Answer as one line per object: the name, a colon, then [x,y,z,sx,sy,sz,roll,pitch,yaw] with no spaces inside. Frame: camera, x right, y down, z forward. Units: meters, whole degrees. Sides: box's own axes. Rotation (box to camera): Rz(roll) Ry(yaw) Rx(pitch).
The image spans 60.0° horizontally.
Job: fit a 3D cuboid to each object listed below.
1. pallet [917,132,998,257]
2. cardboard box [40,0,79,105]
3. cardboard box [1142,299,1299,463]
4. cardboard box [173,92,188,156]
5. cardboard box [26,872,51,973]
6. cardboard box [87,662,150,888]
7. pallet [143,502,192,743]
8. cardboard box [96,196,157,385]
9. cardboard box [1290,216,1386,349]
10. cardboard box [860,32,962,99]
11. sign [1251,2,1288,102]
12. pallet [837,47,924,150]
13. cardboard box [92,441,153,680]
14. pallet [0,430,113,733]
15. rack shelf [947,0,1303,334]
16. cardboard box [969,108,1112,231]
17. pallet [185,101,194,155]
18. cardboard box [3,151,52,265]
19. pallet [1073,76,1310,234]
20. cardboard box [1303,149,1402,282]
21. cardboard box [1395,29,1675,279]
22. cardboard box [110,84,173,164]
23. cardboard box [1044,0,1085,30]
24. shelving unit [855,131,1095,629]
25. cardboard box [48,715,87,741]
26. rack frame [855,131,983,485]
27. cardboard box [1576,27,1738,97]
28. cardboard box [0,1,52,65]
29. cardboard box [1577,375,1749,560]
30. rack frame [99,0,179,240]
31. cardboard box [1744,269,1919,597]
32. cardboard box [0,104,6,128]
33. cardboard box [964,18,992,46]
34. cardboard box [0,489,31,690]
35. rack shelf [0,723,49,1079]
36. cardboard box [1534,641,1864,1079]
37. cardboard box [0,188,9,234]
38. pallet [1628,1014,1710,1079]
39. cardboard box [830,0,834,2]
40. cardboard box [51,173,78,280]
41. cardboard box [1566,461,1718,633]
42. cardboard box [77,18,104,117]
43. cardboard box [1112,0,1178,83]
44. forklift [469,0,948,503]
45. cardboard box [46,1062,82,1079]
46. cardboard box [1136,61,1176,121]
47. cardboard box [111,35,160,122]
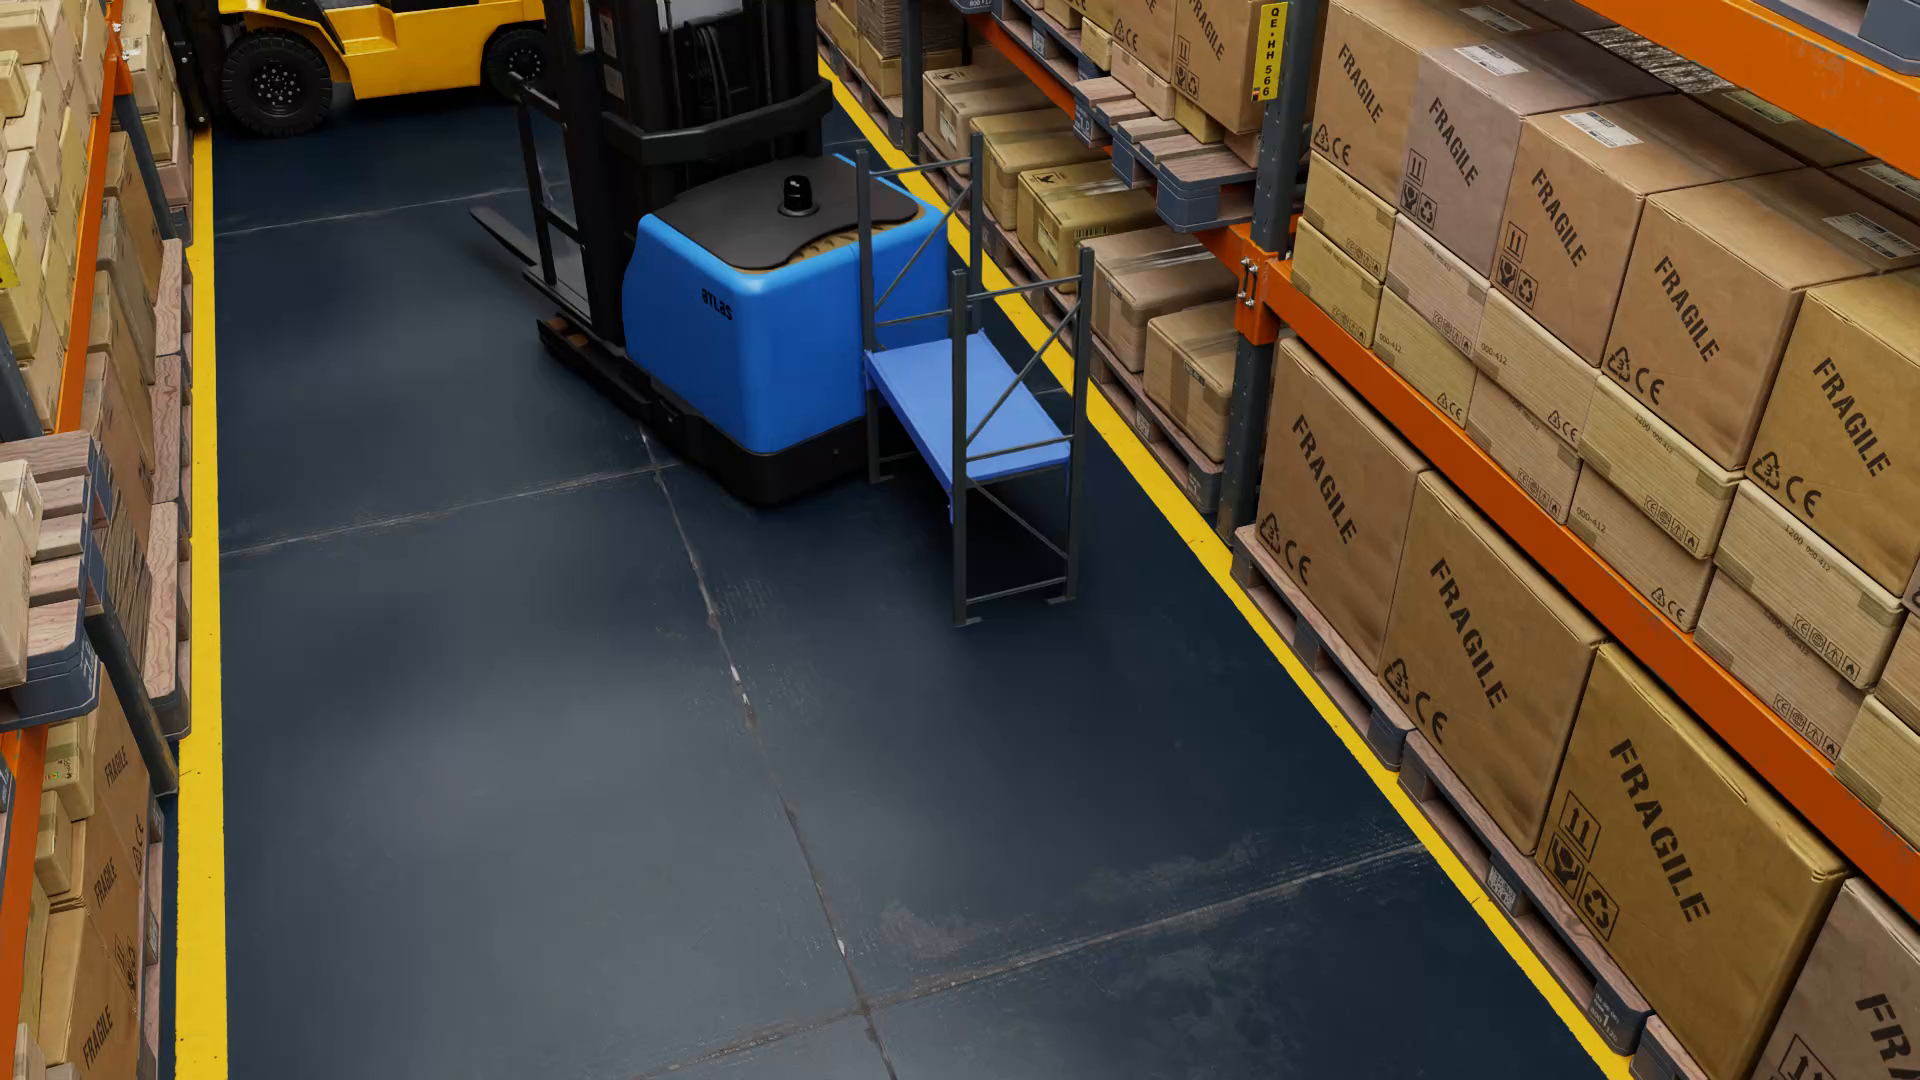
pallet: [0.426,-2.006,9.237,1.003,0.211,1.213,-12,39,-16]
cardboard box: [-3.740,-1.865,6.442,0.500,0.250,0.500,-12,39,-15]
cardboard box: [1.348,-0.739,7.072,0.950,0.372,0.625,-15,40,-19]
cardboard box: [-4.548,-2.224,9.146,0.500,0.250,0.500,-13,39,-17]
cardboard box: [-2.498,0.993,4.128,0.380,0.149,0.250,-11,38,-15]
cardboard box: [-2.779,0.756,4.982,0.500,0.500,0.500,-11,38,-15]
pallet: [-3.373,0.371,6.082,1.003,0.211,1.213,-12,39,-16]
cardboard box: [-4.053,-1.016,7.230,0.875,0.625,0.625,-13,39,-16]
cardboard box: [1.465,-0.911,5.591,0.500,0.250,0.500,-13,39,-17]
cardboard box: [-0.299,-2.907,10.052,0.500,0.250,0.500,-11,38,-14]
sign: [1.027,-1.612,5.501,0.100,0.325,0.005,-12,39,-16]
pallet: [-0.108,-2.817,10.315,1.003,0.211,1.213,-12,39,-16]
cardboard box: [-3.328,0.156,5.674,0.875,0.625,0.625,-11,38,-15]
pallet: [-2.827,0.176,4.183,1.213,0.211,1.003,-12,39,-16]
rack shelf: [0.845,-2.142,7.698,1.077,0.370,4.000,-12,39,-16]
cardboard box: [0.590,-1.976,8.715,0.950,0.372,0.625,-10,38,-13]
pallet: [-5.161,-2.564,9.978,1.003,0.211,1.213,-12,39,-16]
cardboard box: [-3.221,-0.994,5.285,0.500,0.250,0.500,-11,38,-15]
pallet: [1.188,-1.603,6.545,1.213,0.211,1.003,-12,39,-16]
cardboard box: [1.475,-1.102,5.428,0.500,0.250,0.500,-13,39,-16]
cardboard box: [1.653,-1.131,4.844,0.500,0.500,0.500,-12,39,-16]
cardboard box: [-4.379,-2.135,8.613,0.500,0.250,0.500,-13,39,-16]
cardboard box: [0.592,-2.362,7.252,0.380,0.149,0.250,-14,39,-17]
shelving unit: [0.030,-0.609,6.312,0.538,1.500,1.048,-13,39,-17]
cardboard box: [-2.719,0.529,4.744,0.380,0.149,0.250,-14,39,-18]
rack frame: [-0.151,-0.895,6.692,0.500,1.500,0.032,-13,39,-17]
cardboard box: [2.141,-1.212,4.952,0.500,0.500,0.500,-12,39,-15]
cardboard box: [-3.545,-1.832,6.066,0.380,0.149,0.250,-13,39,-17]
cardboard box: [1.974,-0.236,4.279,0.500,0.250,0.500,-12,39,-15]
rack frame: [-4.503,-2.529,7.614,1.000,3.000,0.127,-12,39,-16]
cardboard box: [2.179,-0.260,3.689,0.500,0.500,0.500,-11,38,-15]
cardboard box: [-3.381,-1.381,5.468,0.380,0.149,0.250,-12,39,-15]
cardboard box: [0.207,-3.317,9.974,0.500,0.500,0.500,-11,38,-14]
cardboard box: [-2.459,0.152,3.831,0.500,0.250,0.500,-14,39,-18]
rack shelf: [-2.438,1.148,3.331,1.077,0.370,4.000,-12,39,-16]
cardboard box: [2.303,0.799,4.613,0.875,0.875,0.875,-11,38,-15]
cardboard box: [-3.053,-0.960,4.909,0.380,0.149,0.250,-12,39,-15]
pallet: [2.573,1.654,4.379,1.003,0.211,1.213,-12,39,-16]
cardboard box: [-0.652,-3.781,10.590,0.500,0.500,0.500,-10,38,-14]
cardboard box: [-3.402,-1.085,5.823,0.500,0.250,0.500,-14,39,-17]
cardboard box: [2.007,-0.049,4.446,0.500,0.250,0.500,-12,39,-16]
cardboard box: [-3.906,-1.956,6.978,0.500,0.250,0.500,-13,39,-16]
cardboard box: [0.927,-2.115,6.385,0.500,0.500,0.500,-13,39,-17]
forklift: [-1.352,-2.142,7.158,1.130,2.935,3.031,-26,44,-30]
cardboard box: [-2.238,1.625,3.828,0.500,0.500,0.500,-14,39,-18]
cardboard box: [0.910,-1.773,6.470,0.380,0.149,0.250,-13,39,-16]
cardboard box: [-4.375,-2.336,8.464,0.500,0.250,0.500,-13,39,-17]
